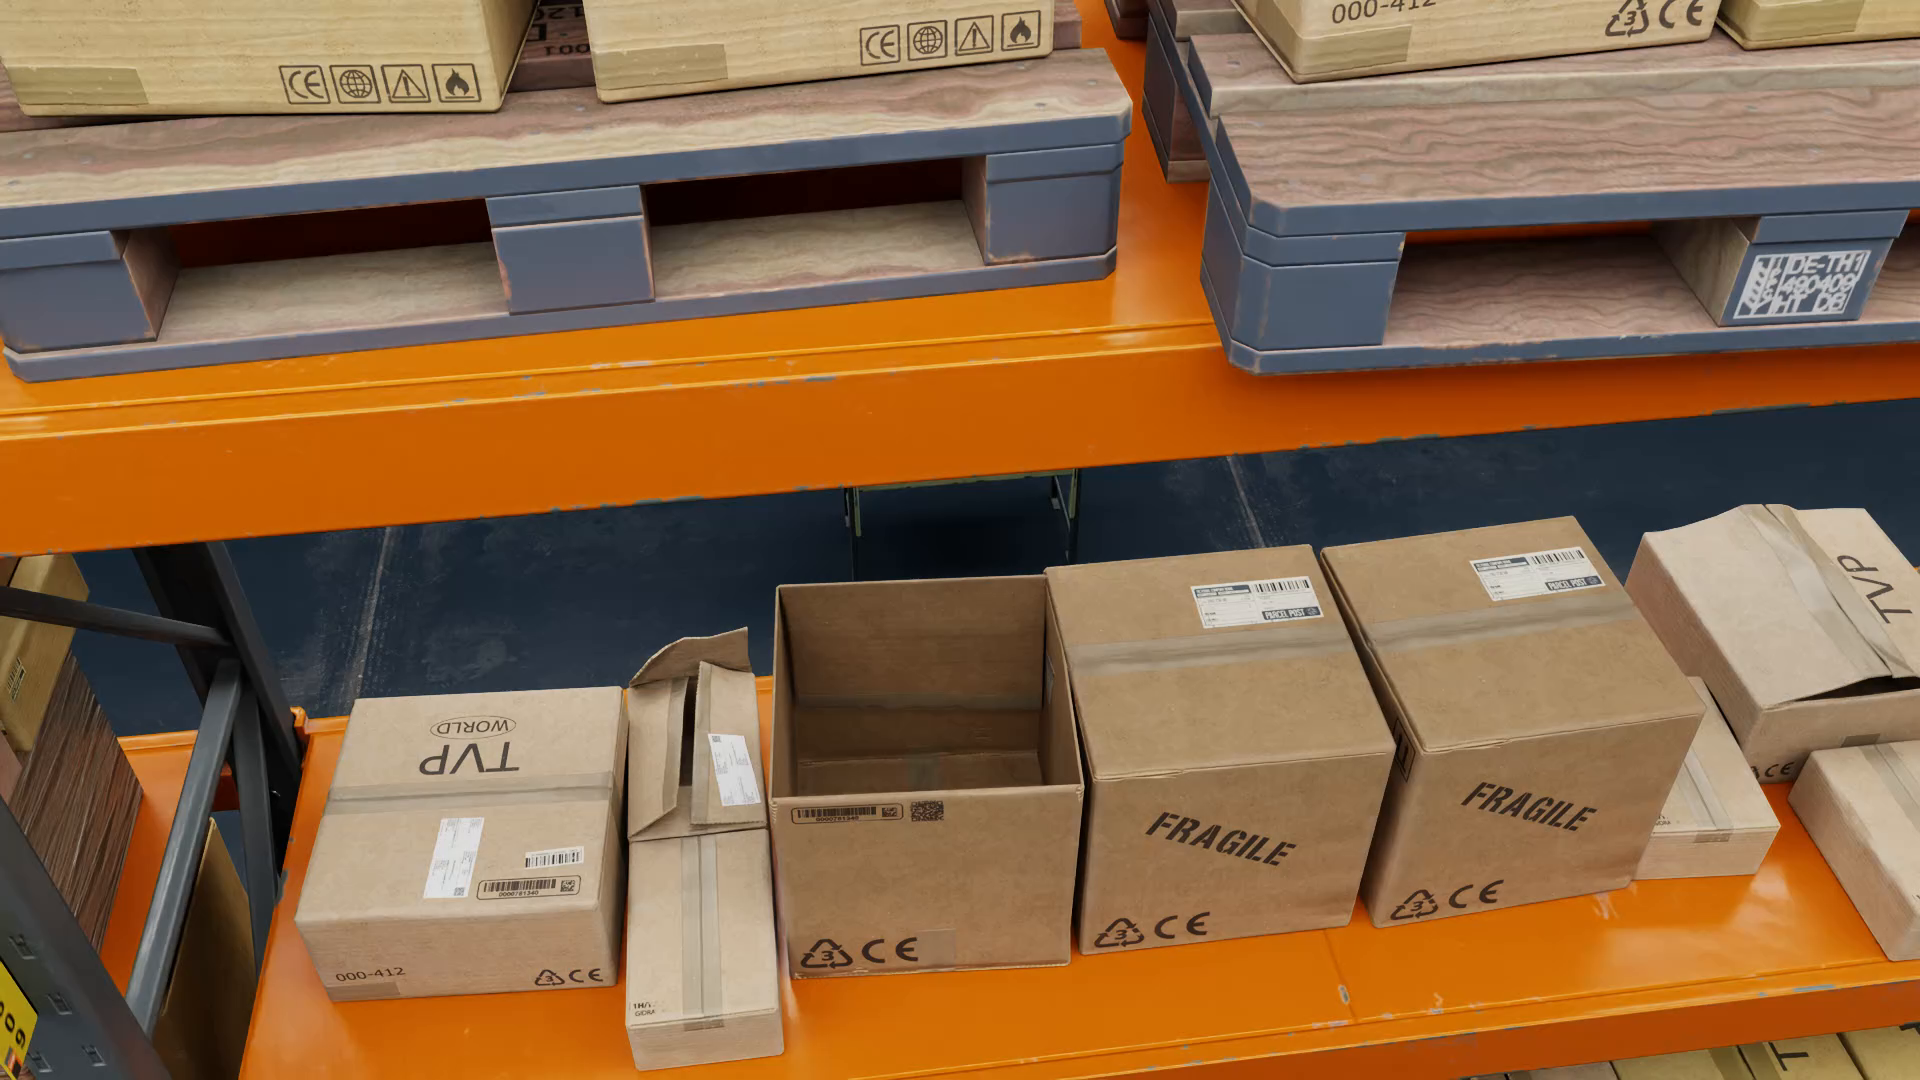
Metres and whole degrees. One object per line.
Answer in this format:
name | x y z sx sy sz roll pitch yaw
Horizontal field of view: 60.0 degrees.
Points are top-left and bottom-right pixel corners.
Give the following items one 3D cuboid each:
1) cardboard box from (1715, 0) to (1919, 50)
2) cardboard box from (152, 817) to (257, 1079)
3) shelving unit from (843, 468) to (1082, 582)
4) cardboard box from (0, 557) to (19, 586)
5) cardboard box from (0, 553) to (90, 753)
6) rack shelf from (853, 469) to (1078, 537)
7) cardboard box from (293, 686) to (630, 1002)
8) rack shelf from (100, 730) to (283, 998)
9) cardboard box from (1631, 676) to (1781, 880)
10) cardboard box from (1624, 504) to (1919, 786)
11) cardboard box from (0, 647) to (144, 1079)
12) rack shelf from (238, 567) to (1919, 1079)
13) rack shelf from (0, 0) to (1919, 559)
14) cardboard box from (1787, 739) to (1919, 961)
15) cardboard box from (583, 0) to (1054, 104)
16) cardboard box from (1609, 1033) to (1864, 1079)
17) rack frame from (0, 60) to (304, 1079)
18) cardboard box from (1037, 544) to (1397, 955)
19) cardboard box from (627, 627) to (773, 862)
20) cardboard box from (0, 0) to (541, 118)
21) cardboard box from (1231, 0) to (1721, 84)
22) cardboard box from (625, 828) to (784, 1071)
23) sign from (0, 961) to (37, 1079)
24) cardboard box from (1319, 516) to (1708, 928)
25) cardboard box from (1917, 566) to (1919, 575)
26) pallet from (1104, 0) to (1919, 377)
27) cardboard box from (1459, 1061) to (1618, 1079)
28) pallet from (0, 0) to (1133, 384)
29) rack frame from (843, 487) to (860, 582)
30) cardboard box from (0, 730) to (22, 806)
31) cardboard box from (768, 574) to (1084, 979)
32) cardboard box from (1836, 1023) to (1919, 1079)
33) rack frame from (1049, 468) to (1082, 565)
cardboard box | 1.086 -0.827 1.987 0.500 0.250 0.500 -6 42 -6
cardboard box | -1.852 0.977 3.607 0.500 0.500 0.500 -5 42 -6
shelving unit | -0.007 -0.556 5.247 0.755 1.500 0.431 -5 42 -6
cardboard box | -1.791 0.082 2.377 0.500 0.500 0.700 -5 42 -5
cardboard box | -1.644 0.174 2.758 0.250 0.149 0.380 -5 42 -6
rack shelf | -0.007 -0.314 5.465 0.720 0.370 0.431 -5 42 -6
cardboard box | -0.869 0.542 3.022 0.500 0.250 0.500 -3 42 -3
rack shelf | -3.335 0.999 2.941 4.000 0.370 1.077 -5 42 -6
cardboard box | 1.357 0.452 3.197 0.250 0.149 0.380 -2 42 -2
cardboard box | 1.702 0.192 3.364 0.500 0.311 0.500 -5 42 -6
cardboard box | -1.791 0.563 2.811 0.500 0.500 0.700 -6 42 -7
rack shelf | 0.631 0.651 3.326 4.000 0.370 1.077 -5 42 -6
rack shelf | 0.631 -0.463 2.321 4.000 0.370 1.077 -5 42 -6
cardboard box | 1.758 0.565 3.071 0.250 0.149 0.380 -5 42 -6
cardboard box | -0.196 -0.753 1.904 0.500 0.250 0.500 -9 43 -10
cardboard box | 1.612 1.126 3.583 0.500 0.311 0.500 -6 42 -6
rack frame | -1.352 0.558 2.892 0.127 3.000 1.000 -5 42 -6
cardboard box | 0.431 0.375 3.020 0.500 0.500 0.500 -5 42 -5
cardboard box | -0.504 0.409 3.157 0.258 0.266 0.396 -6 42 -7
cardboard box | -0.740 -0.704 1.849 0.500 0.250 0.500 -1 42 -1
cardboard box | 0.552 -0.782 1.936 0.500 0.250 0.500 -8 43 -9
cardboard box | -0.447 0.710 2.911 0.250 0.149 0.380 -5 42 -6
sign | -1.279 0.575 2.167 0.005 0.325 0.100 -5 42 -6
cardboard box | 0.953 0.330 3.070 0.500 0.500 0.500 -7 43 -8
cardboard box | 2.248 0.246 3.304 0.500 0.311 0.500 -3 42 -3
pallet | 0.844 -0.616 2.095 1.213 0.211 1.003 -3 42 -4
cardboard box | 1.111 1.168 3.537 0.500 0.311 0.500 -5 42 -6
pallet | -0.479 -0.570 2.046 1.217 0.209 0.805 -7 42 -7
rack frame | -0.370 -0.525 5.212 0.023 1.500 0.400 -5 42 -6
cardboard box | -1.594 0.446 2.457 0.250 0.149 0.380 -5 42 -6
cardboard box | -0.066 0.419 2.971 0.500 0.500 0.500 -2 42 -2
cardboard box | 2.127 1.076 3.638 0.500 0.311 0.500 -4 42 -4
rack frame | 0.356 -0.588 5.282 0.023 1.500 0.400 -5 42 -6
